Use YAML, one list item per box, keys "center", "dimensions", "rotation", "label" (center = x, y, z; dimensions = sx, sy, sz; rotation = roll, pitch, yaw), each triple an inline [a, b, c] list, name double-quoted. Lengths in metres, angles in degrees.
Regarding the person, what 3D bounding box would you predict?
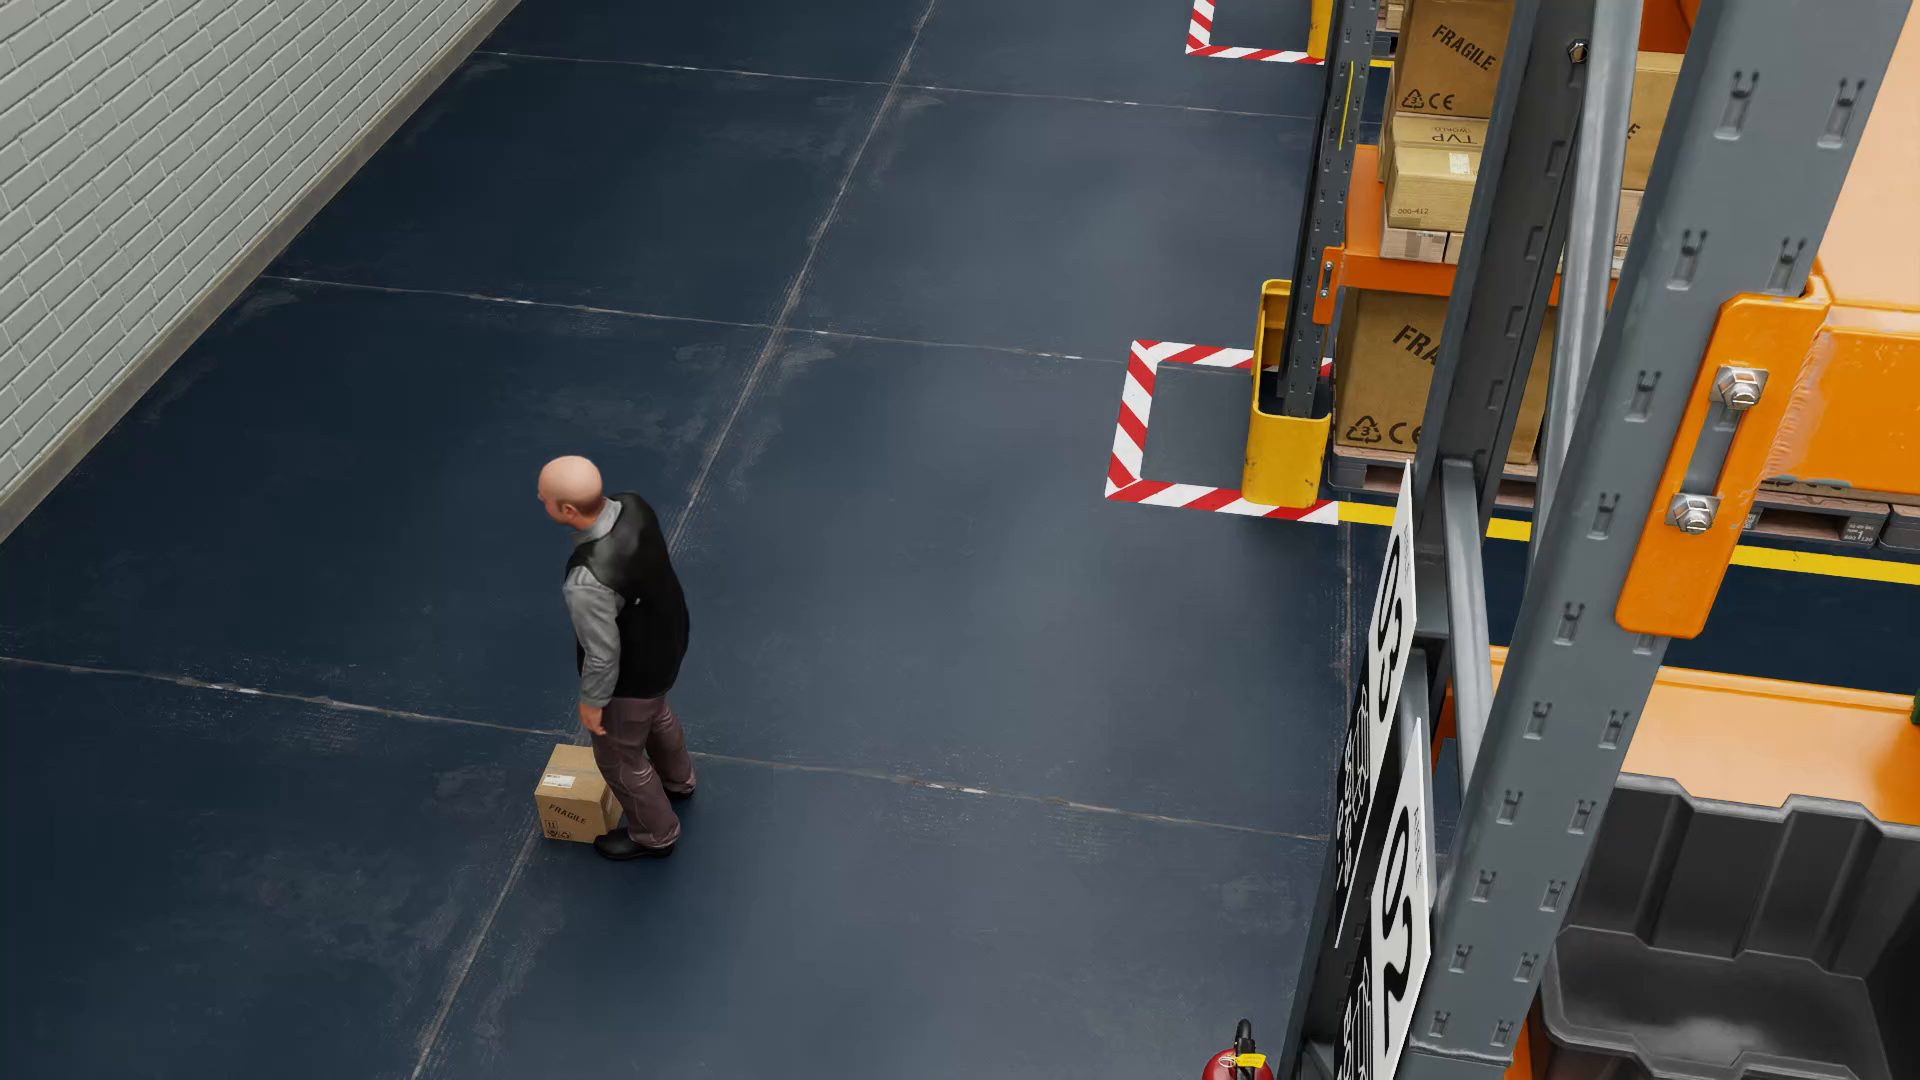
- center: [-1.128, 0.410, 5.690]
  dimensions: [0.415, 1.721, 0.580]
  rotation: [7, 41, 8]
  label: "person"
